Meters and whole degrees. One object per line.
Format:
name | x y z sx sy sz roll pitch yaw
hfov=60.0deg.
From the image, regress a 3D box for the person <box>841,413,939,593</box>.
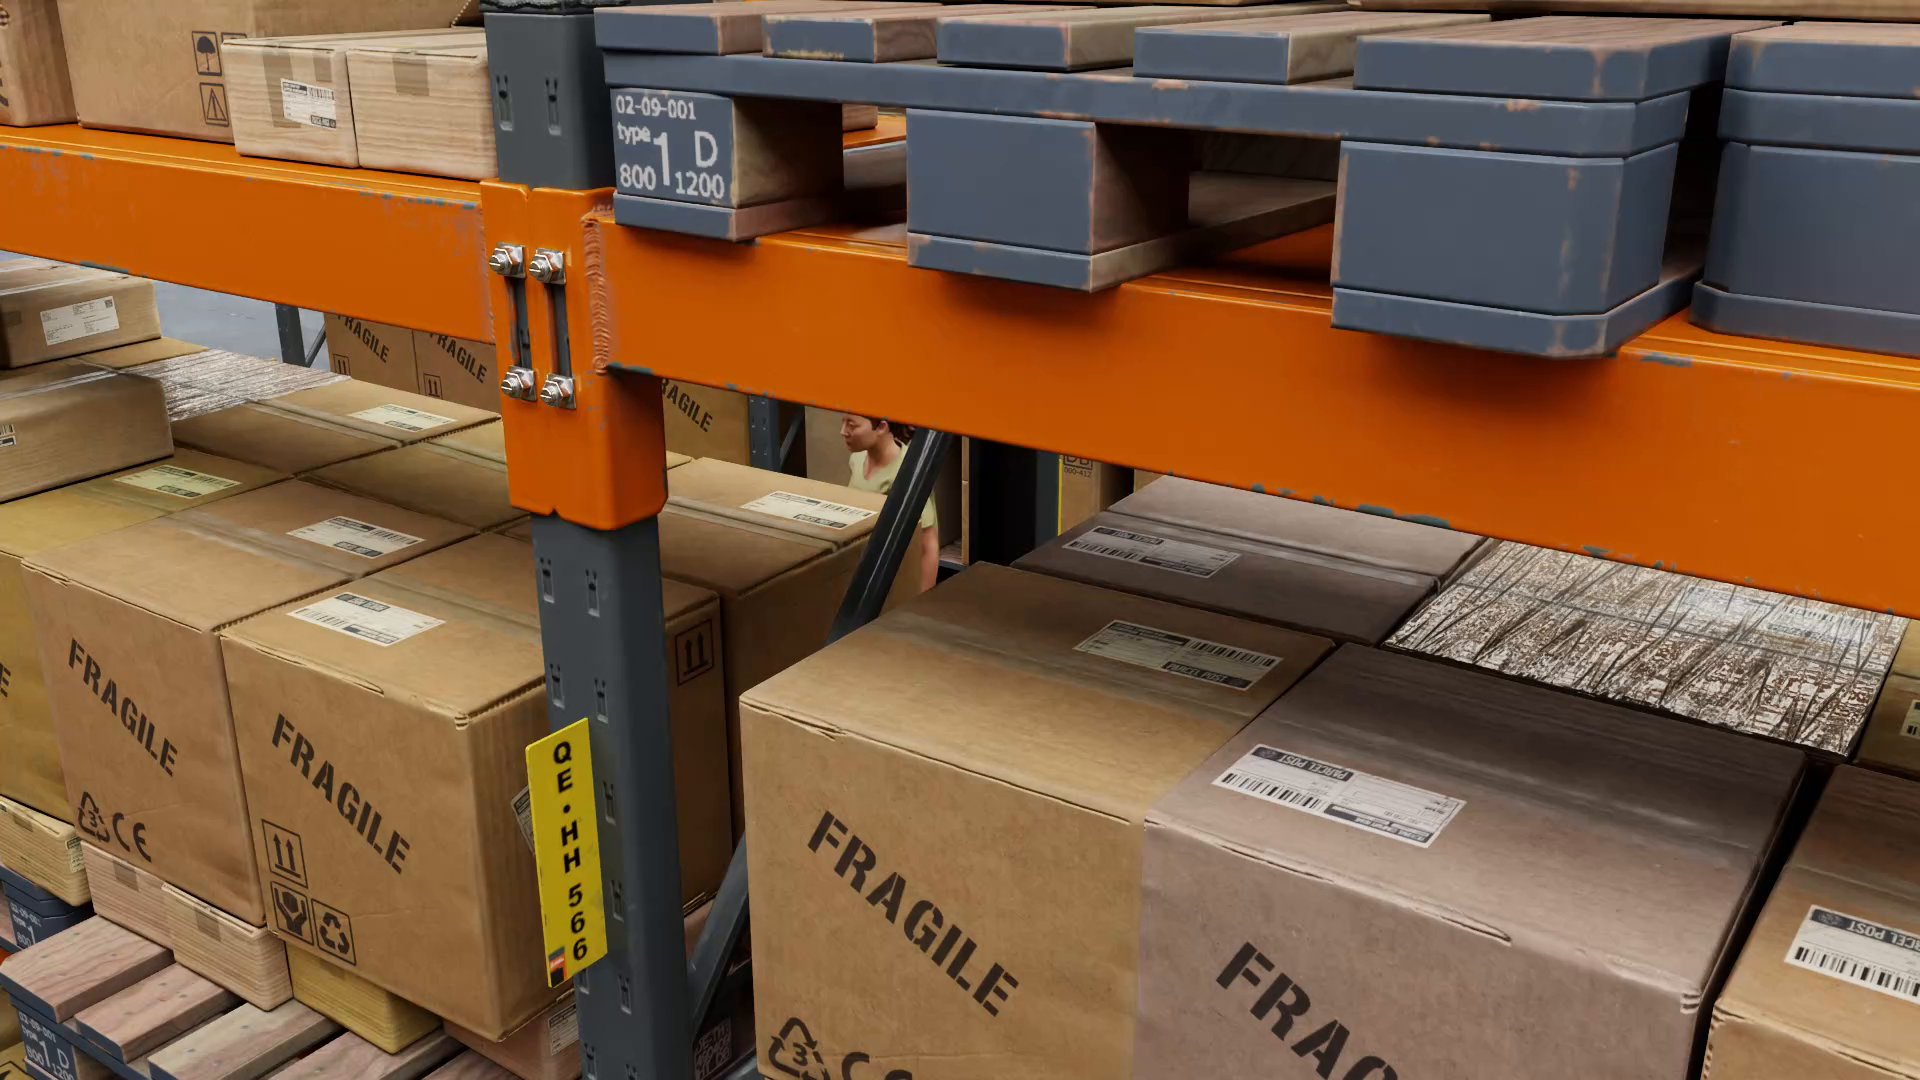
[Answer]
person | -0.299 0.221 5.965 0.416 1.671 0.509 -11 23 -28
